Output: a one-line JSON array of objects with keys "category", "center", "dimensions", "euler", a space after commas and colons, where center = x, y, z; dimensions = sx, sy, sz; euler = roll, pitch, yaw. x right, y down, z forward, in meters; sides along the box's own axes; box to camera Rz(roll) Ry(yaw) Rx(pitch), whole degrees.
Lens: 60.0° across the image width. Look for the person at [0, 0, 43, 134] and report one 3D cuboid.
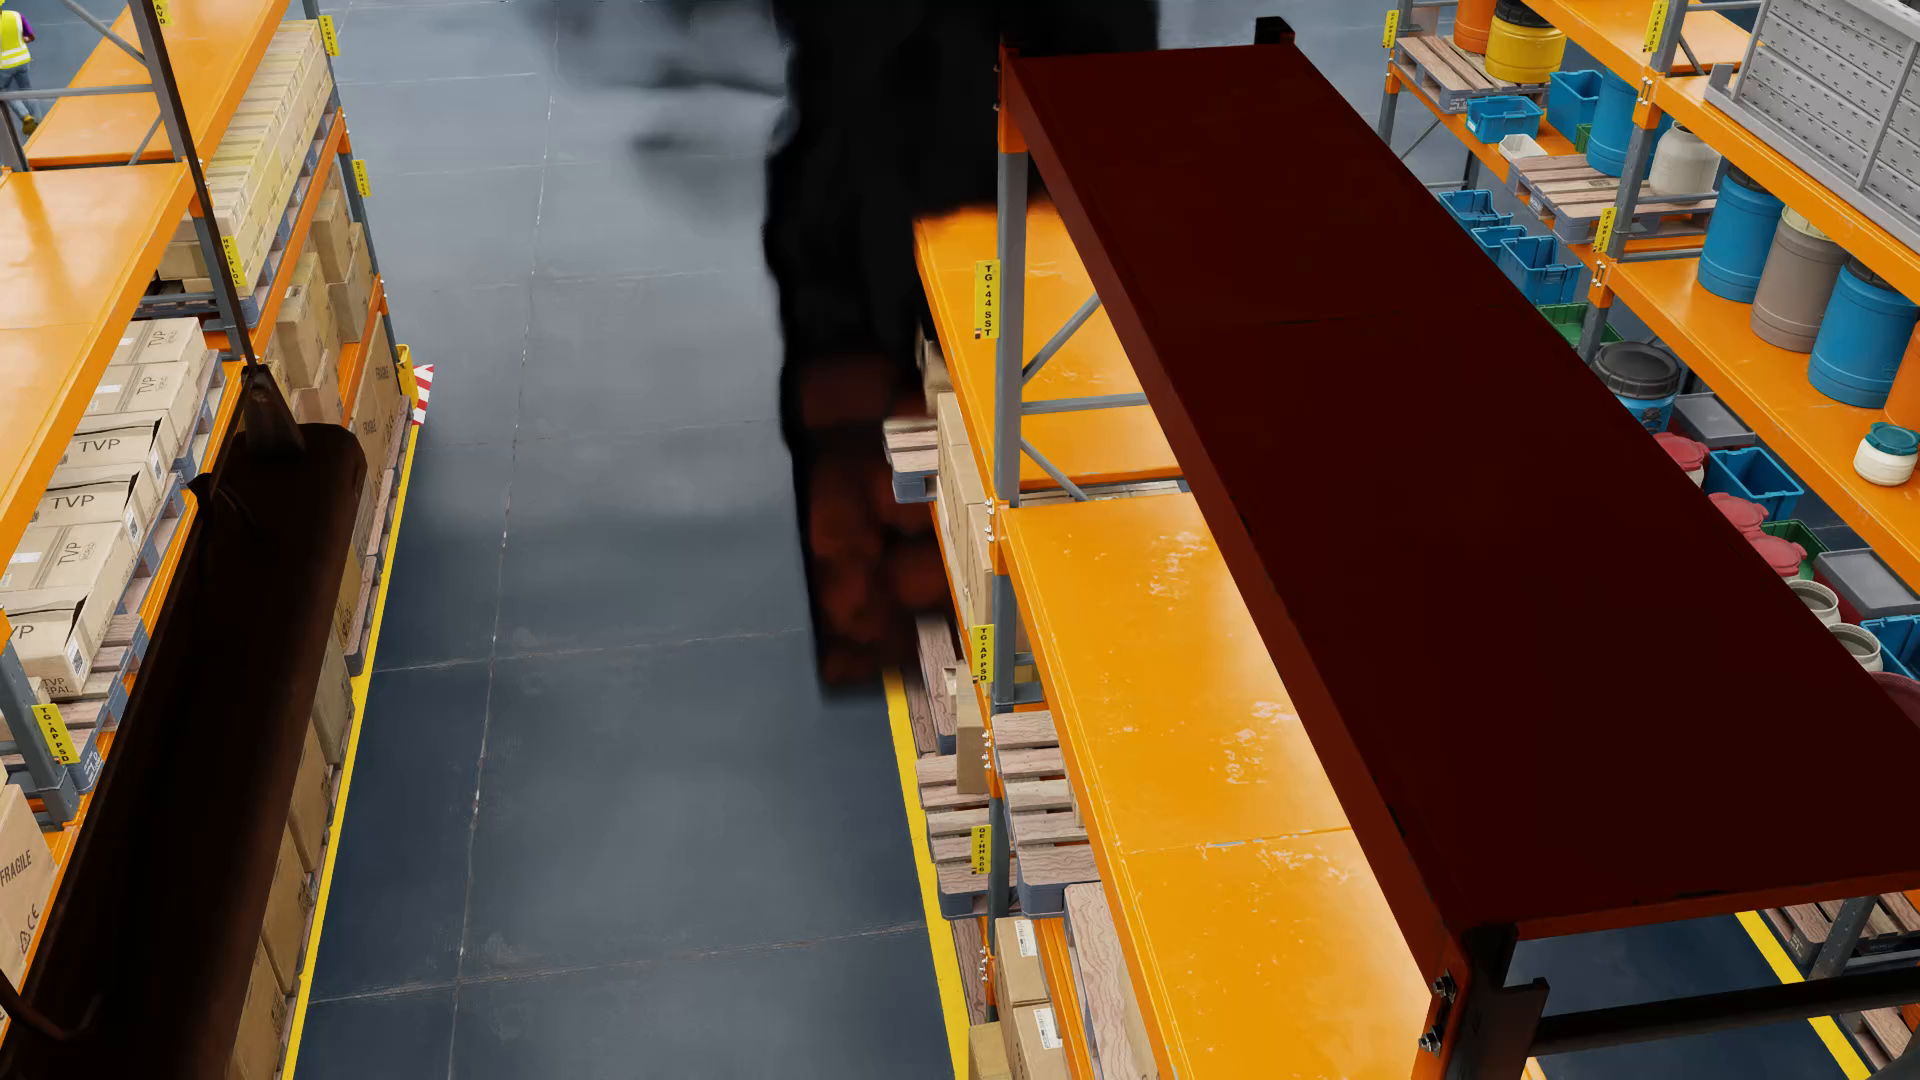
[{"category": "person", "center": [-11.279, -5.676, 19.701], "dimensions": [0.599, 1.724, 0.685], "euler": [25, 43, 30]}]
